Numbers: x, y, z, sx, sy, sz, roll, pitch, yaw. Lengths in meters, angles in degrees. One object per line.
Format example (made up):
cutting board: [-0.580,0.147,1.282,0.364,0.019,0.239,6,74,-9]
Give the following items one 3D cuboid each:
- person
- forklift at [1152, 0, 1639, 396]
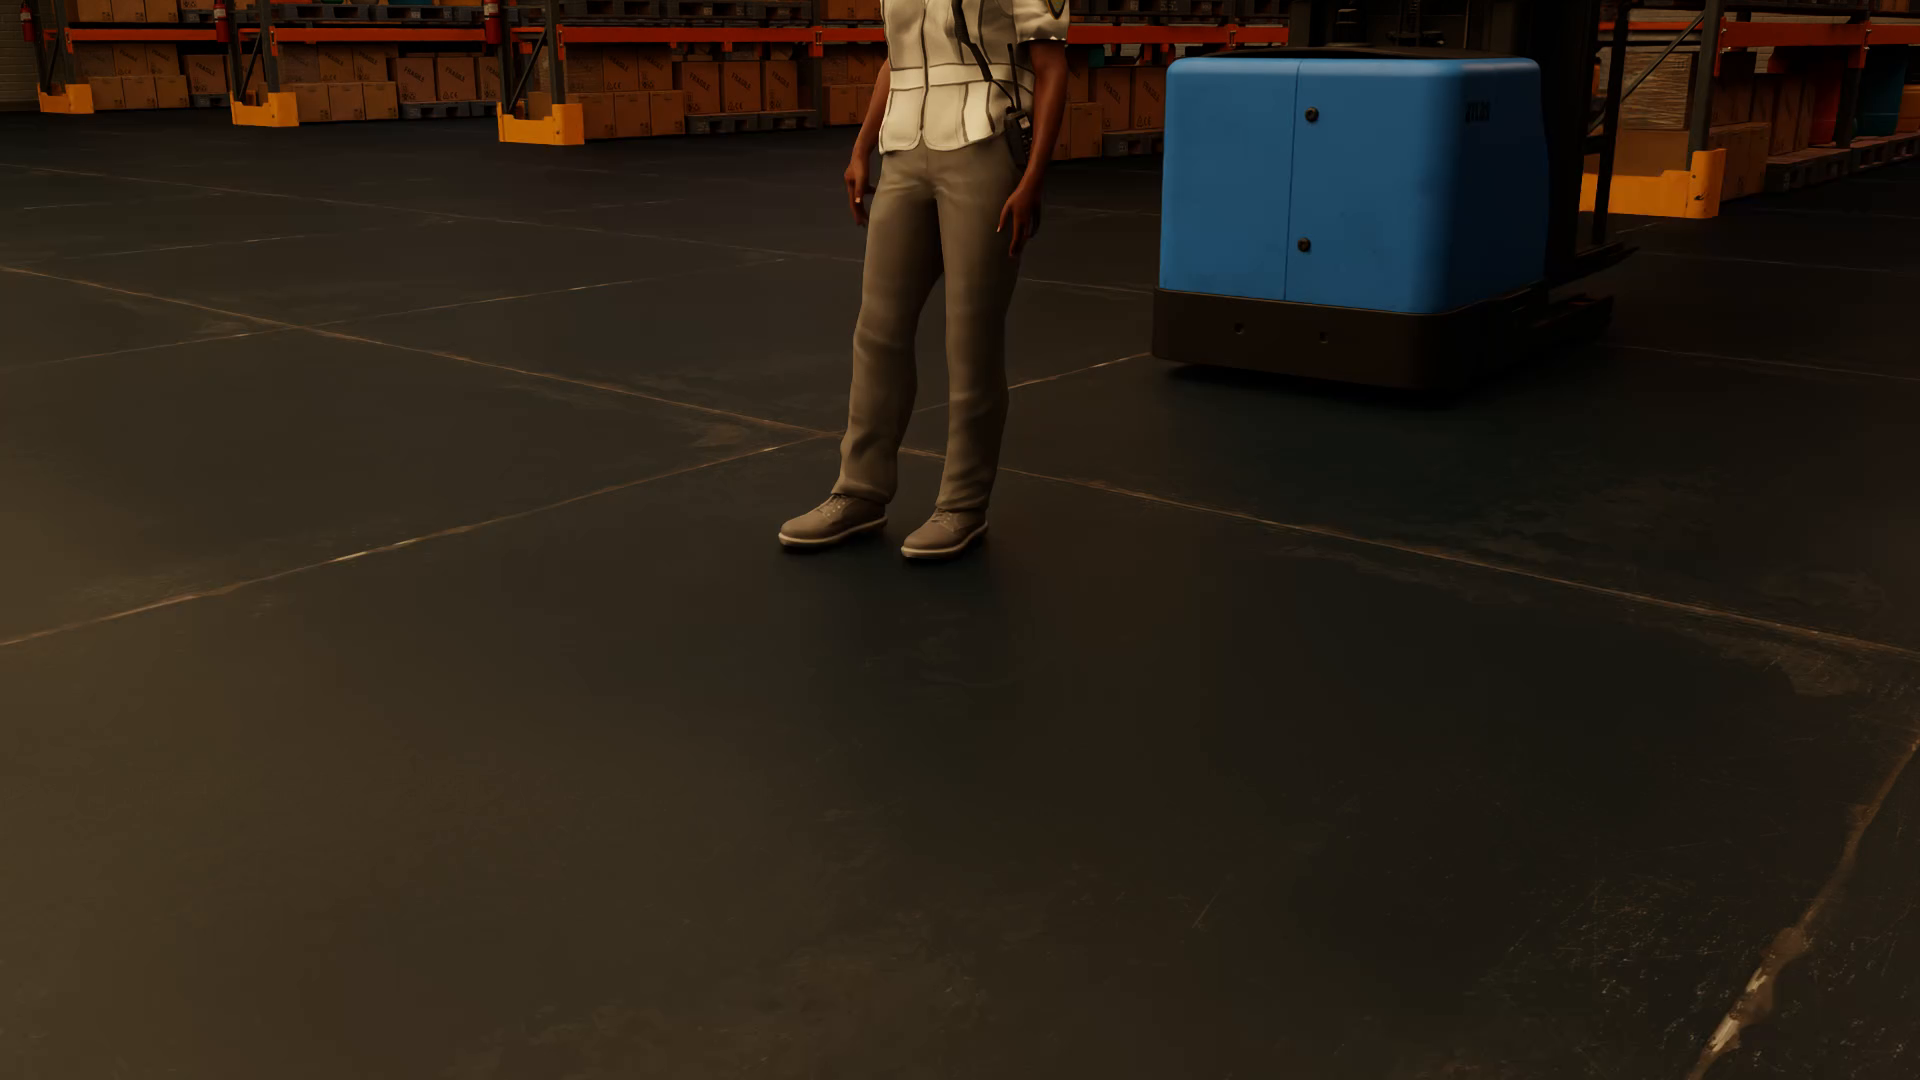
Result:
person: [-0.063,-0.803,3.651,0.569,1.693,0.528,13,21,37]
forklift: [1.945,-2.239,6.271,1.130,2.935,3.031,12,21,34]
